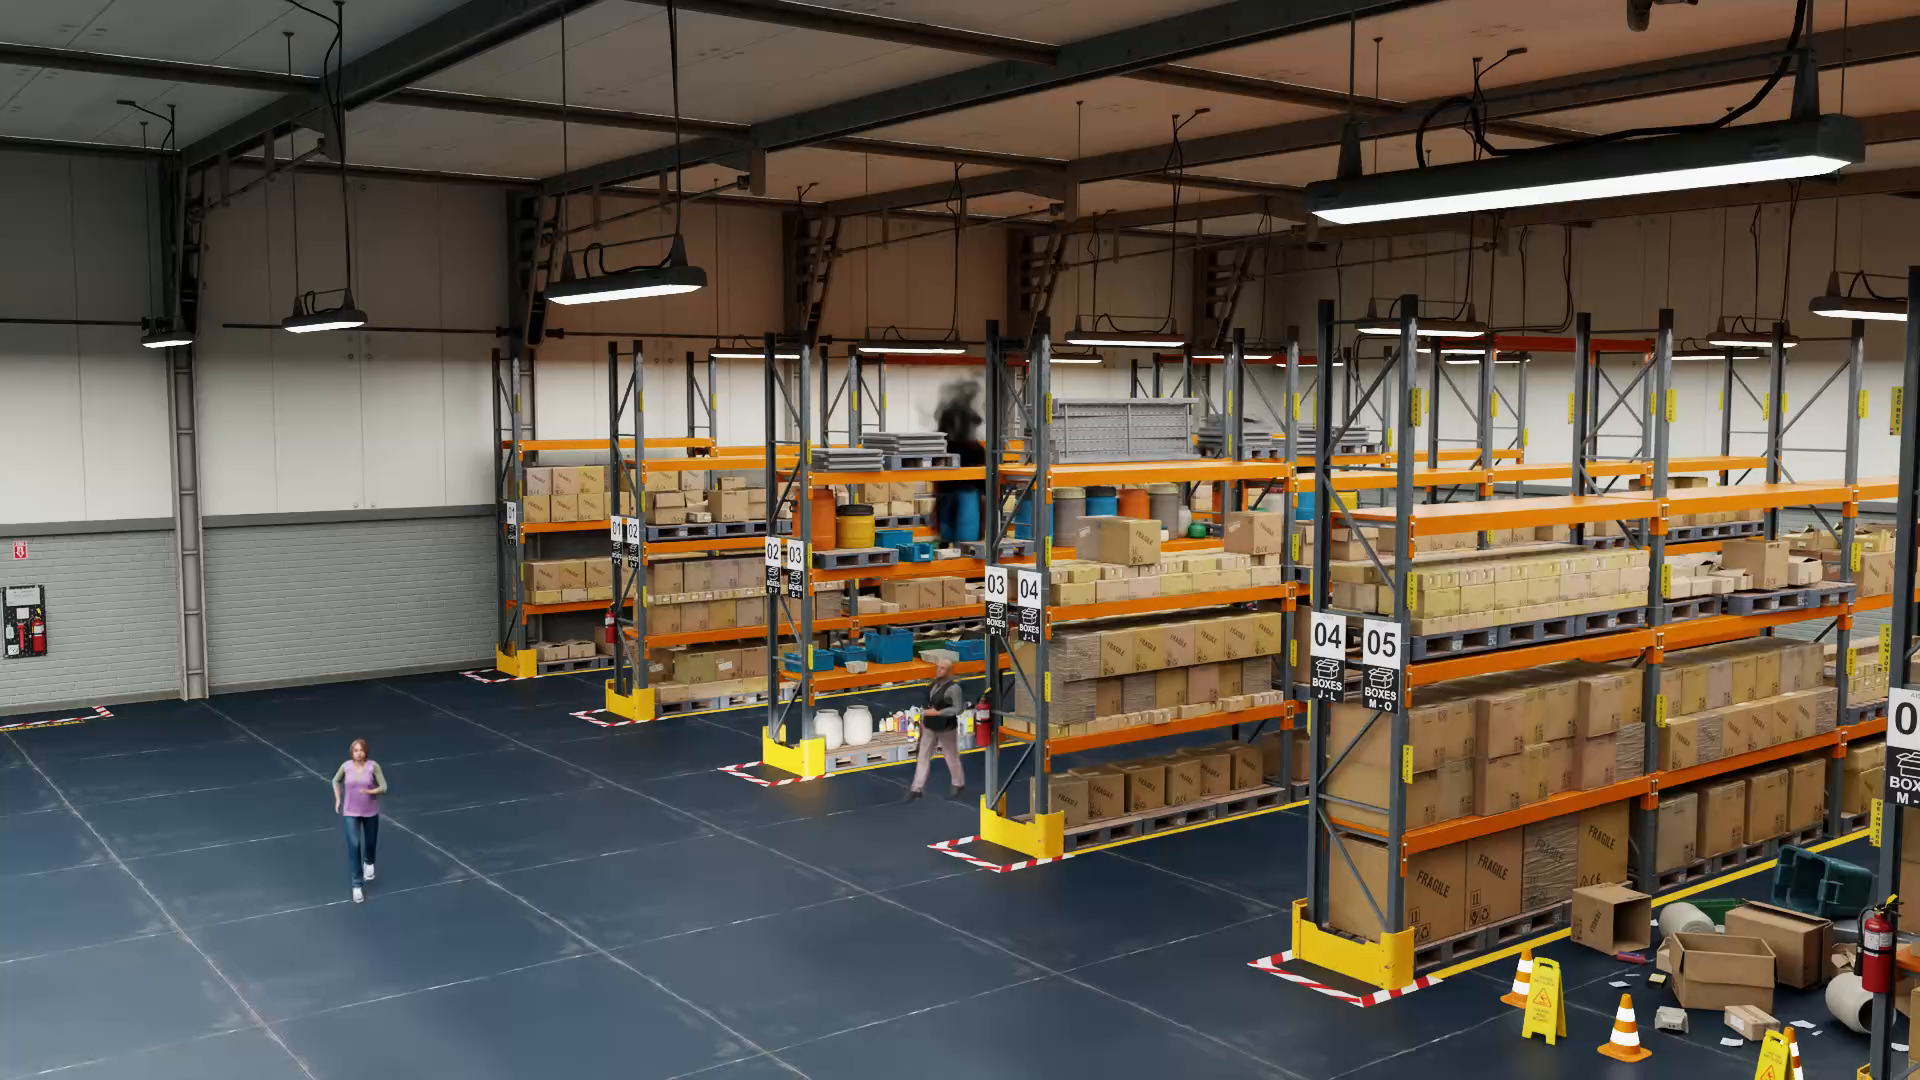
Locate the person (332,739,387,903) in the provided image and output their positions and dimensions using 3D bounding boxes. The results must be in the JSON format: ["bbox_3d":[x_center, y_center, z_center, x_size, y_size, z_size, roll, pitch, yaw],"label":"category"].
[{"bbox_3d":[-6.185,2.851,17.161,0.531,1.572,0.878,-2,5,-20],"label":"person"}]

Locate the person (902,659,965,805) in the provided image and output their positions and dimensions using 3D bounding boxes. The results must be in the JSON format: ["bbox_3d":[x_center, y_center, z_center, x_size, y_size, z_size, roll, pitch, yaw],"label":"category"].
[{"bbox_3d":[-0.230,2.379,19.826,0.878,1.554,0.675,-5,7,-43],"label":"person"}]
